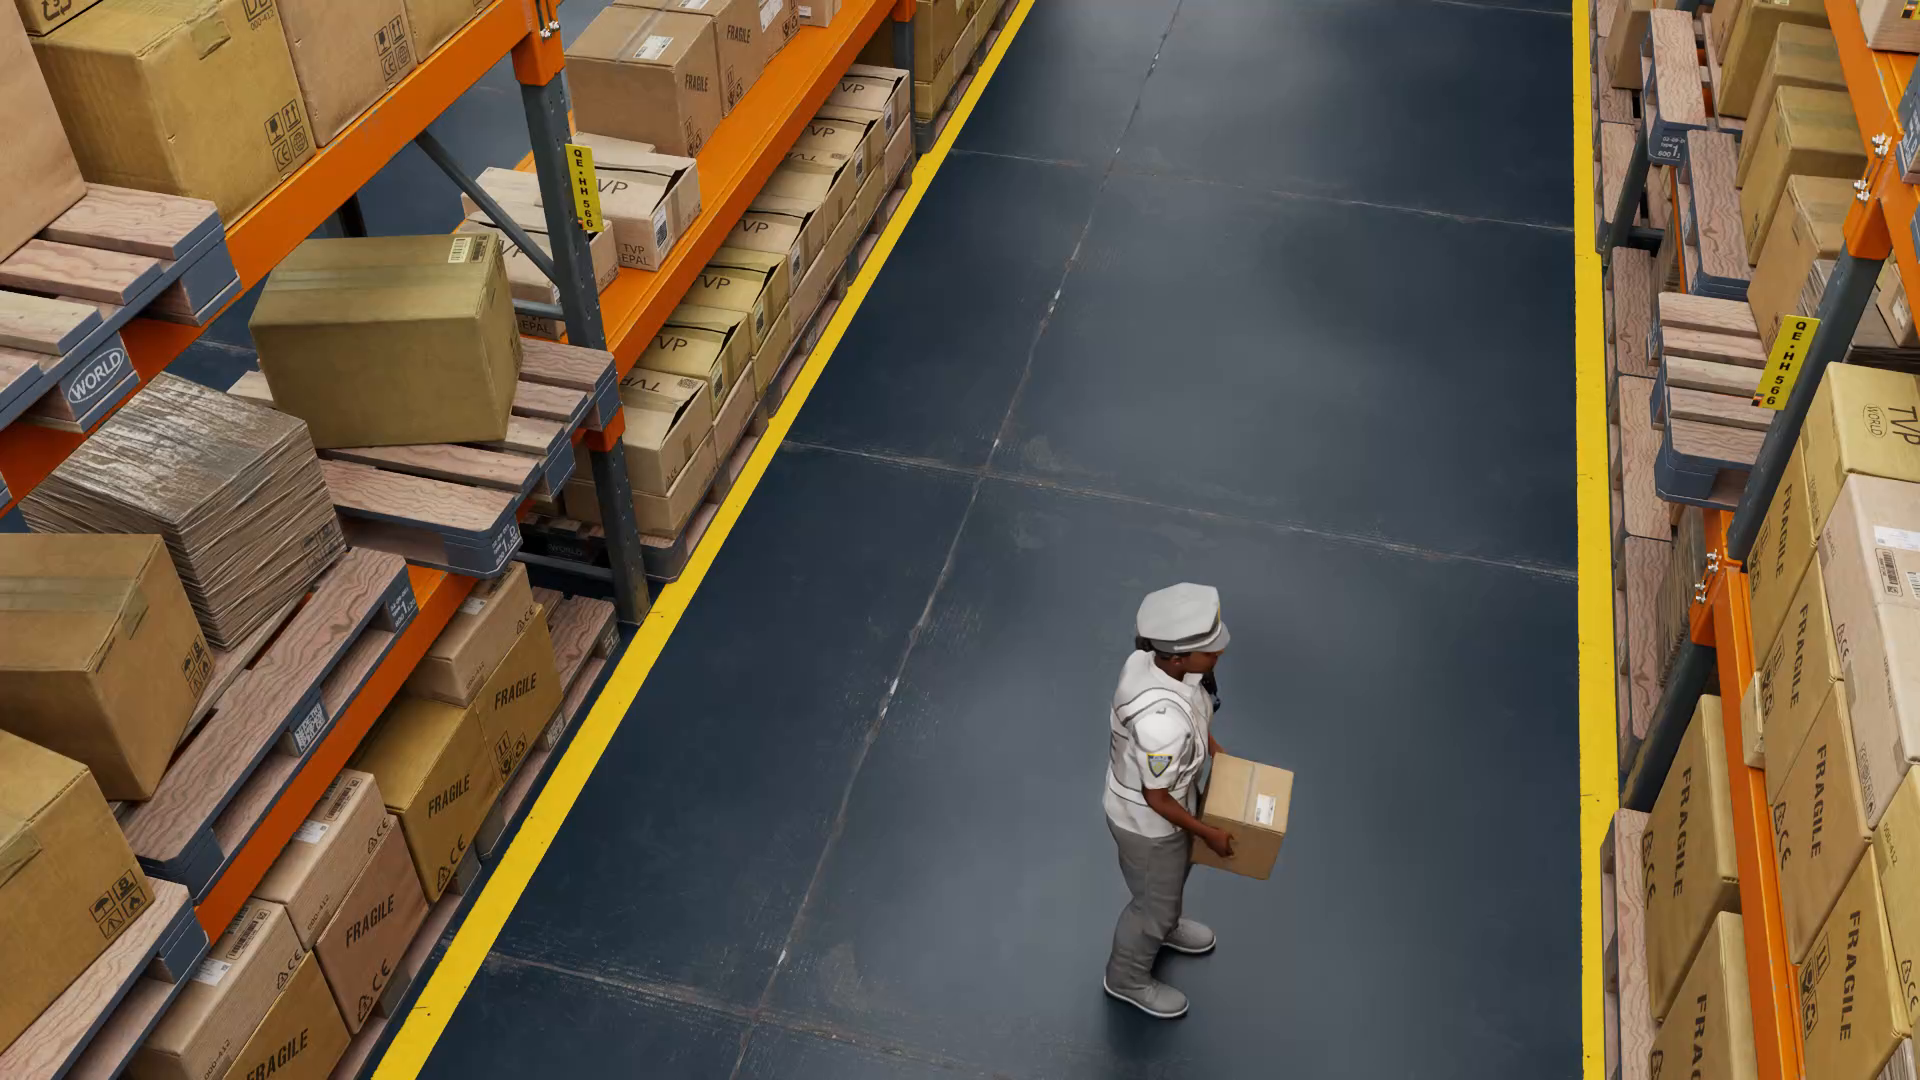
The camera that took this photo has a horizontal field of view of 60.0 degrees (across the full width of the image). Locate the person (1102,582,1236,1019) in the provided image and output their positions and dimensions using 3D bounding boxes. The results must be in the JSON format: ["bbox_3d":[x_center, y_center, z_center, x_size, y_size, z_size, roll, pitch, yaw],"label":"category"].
[{"bbox_3d":[0.671,0.815,5.212,0.441,1.682,0.475,9,42,11],"label":"person"}]
